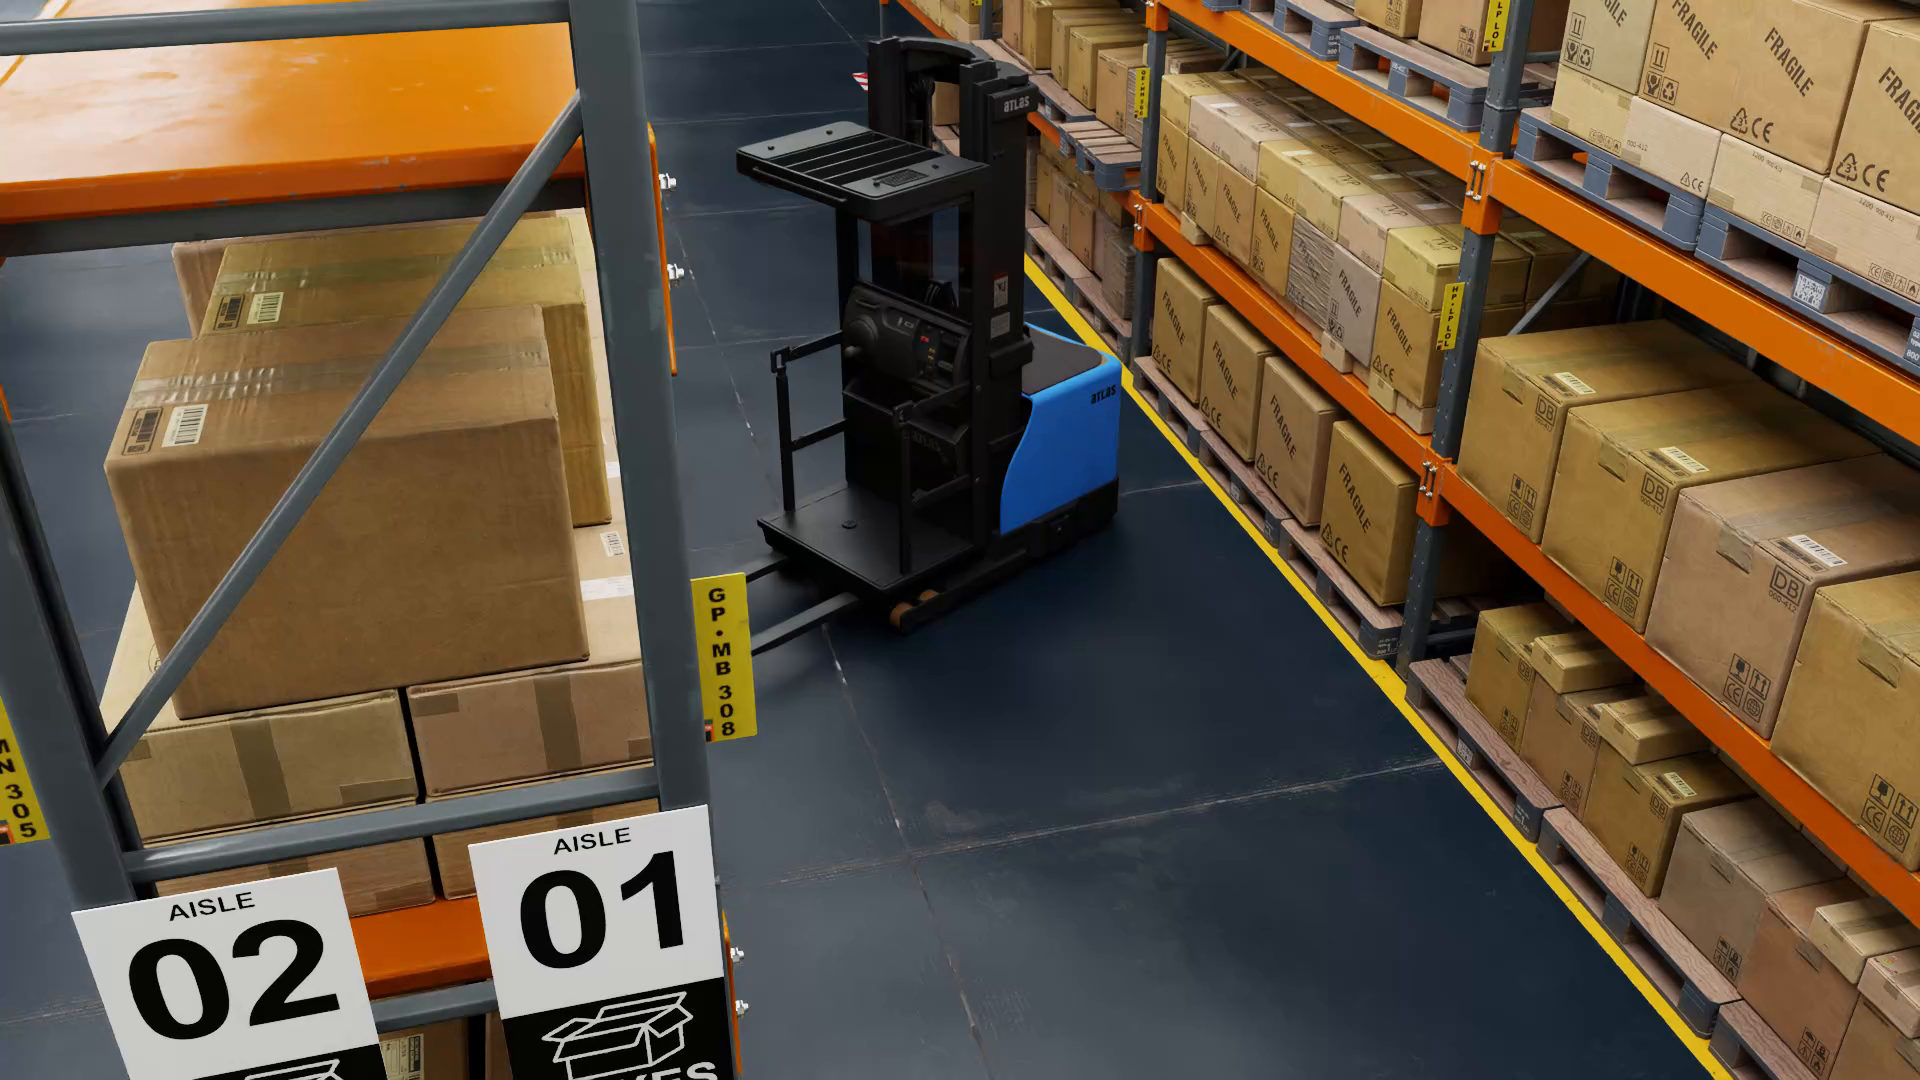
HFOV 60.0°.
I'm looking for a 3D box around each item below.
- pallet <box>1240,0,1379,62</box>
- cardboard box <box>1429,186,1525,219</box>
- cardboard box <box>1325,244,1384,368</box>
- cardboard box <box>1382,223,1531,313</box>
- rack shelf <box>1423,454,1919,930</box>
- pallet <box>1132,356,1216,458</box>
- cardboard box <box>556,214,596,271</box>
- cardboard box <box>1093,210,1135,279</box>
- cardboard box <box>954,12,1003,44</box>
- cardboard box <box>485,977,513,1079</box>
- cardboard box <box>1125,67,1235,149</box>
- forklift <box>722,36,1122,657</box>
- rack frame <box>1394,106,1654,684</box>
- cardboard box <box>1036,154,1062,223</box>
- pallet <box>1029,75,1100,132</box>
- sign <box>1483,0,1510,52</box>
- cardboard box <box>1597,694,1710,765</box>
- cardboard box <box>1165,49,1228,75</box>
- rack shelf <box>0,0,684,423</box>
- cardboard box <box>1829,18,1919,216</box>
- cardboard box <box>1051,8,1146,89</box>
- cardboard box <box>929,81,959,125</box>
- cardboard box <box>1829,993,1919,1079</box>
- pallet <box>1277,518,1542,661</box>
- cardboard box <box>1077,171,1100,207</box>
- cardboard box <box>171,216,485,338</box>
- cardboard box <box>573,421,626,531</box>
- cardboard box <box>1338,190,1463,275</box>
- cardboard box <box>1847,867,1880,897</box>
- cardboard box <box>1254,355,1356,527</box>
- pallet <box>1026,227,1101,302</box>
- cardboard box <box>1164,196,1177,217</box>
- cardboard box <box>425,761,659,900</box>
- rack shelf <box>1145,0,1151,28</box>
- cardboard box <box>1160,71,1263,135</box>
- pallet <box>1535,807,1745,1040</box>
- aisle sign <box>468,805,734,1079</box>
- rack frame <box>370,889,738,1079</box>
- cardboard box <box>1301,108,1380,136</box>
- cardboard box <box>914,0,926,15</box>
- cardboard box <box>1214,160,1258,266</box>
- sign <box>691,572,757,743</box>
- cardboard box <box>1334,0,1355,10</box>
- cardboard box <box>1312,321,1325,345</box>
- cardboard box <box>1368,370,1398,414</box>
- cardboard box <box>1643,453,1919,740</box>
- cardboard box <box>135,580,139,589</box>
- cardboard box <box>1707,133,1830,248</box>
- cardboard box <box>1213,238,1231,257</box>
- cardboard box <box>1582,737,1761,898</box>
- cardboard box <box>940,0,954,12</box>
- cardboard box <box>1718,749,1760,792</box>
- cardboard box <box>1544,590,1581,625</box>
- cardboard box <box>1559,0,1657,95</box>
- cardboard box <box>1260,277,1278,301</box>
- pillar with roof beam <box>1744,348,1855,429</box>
[{"bbox_3d":[2.253,-2.948,9.274,1.003,0.211,1.213,-6,31,-11],"label":"pallet"},{"bbox_3d":[2.776,-1.657,8.684,0.500,0.250,0.500,-7,31,-13],"label":"cardboard box"},{"bbox_3d":[2.282,-1.258,8.744,0.500,0.500,0.500,-8,31,-13],"label":"cardboard box"},{"bbox_3d":[2.422,-1.340,8.136,0.500,0.250,0.500,-7,31,-12],"label":"cardboard box"},{"bbox_3d":[3.323,0.634,6.609,1.077,0.370,4.000,-8,31,-13],"label":"rack shelf"},{"bbox_3d":[1.867,-0.977,11.459,1.003,0.211,1.213,-8,31,-13],"label":"pallet"},{"bbox_3d":[-1.332,-0.750,4.939,0.500,0.250,0.500,-8,31,-13],"label":"cardboard box"},{"bbox_3d":[1.465,-2.289,12.997,0.700,0.500,0.500,-8,31,-13],"label":"cardboard box"},{"bbox_3d":[0.251,-4.639,15.132,0.500,0.250,0.500,-8,31,-13],"label":"cardboard box"},{"bbox_3d":[-0.784,1.224,3.774,0.500,0.500,0.500,-7,31,-12],"label":"cardboard box"},{"bbox_3d":[1.596,-3.034,11.690,0.700,0.500,0.500,-12,32,-19],"label":"cardboard box"},{"bbox_3d":[-0.447,-1.051,8.871,3.031,2.935,1.130,-26,39,-37],"label":"forklift"},{"bbox_3d":[2.793,-0.643,8.098,1.000,3.000,0.127,-8,31,-13],"label":"rack frame"},{"bbox_3d":[1.066,-3.019,14.259,0.700,0.500,0.500,-8,31,-14],"label":"cardboard box"},{"bbox_3d":[1.166,-3.443,13.126,1.003,0.211,1.213,-8,31,-13],"label":"pallet"},{"bbox_3d":[2.272,-2.224,7.005,0.100,0.325,0.005,-8,31,-13],"label":"sign"},{"bbox_3d":[2.946,0.793,7.046,0.380,0.149,0.250,-9,31,-15],"label":"cardboard box"},{"bbox_3d":[1.610,-3.252,11.419,0.380,0.149,0.250,-12,32,-20],"label":"cardboard box"},{"bbox_3d":[-1.452,-1.300,3.966,1.077,0.370,4.000,-8,31,-13],"label":"rack shelf"},{"bbox_3d":[3.128,-1.305,5.130,0.500,0.500,0.500,-9,31,-15],"label":"cardboard box"},{"bbox_3d":[1.118,-3.906,13.195,0.700,0.500,0.500,-4,30,-6],"label":"cardboard box"},{"bbox_3d":[0.002,-4.565,16.930,0.700,0.500,0.500,-10,31,-16],"label":"cardboard box"},{"bbox_3d":[3.572,1.864,5.842,0.700,0.500,0.500,-8,31,-13],"label":"cardboard box"},{"bbox_3d":[2.515,0.201,9.423,1.003,0.211,1.213,-8,31,-13],"label":"pallet"},{"bbox_3d":[1.257,-2.880,13.271,0.500,0.250,0.500,-8,31,-14],"label":"cardboard box"},{"bbox_3d":[-1.360,-0.551,3.846,0.700,0.500,0.500,-8,31,-13],"label":"cardboard box"},{"bbox_3d":[-0.932,-0.026,3.687,0.500,0.250,0.500,-8,31,-13],"label":"cardboard box"},{"bbox_3d":[2.295,-1.588,8.565,0.500,0.250,0.500,-7,31,-12],"label":"cardboard box"},{"bbox_3d":[3.597,1.252,6.253,0.380,0.149,0.250,-8,31,-13],"label":"cardboard box"},{"bbox_3d":[2.256,-0.620,9.785,0.750,0.750,0.750,-7,31,-12],"label":"cardboard box"},{"bbox_3d":[1.205,-2.334,13.803,1.003,0.211,1.213,-8,31,-13],"label":"pallet"},{"bbox_3d":[1.595,-2.285,11.166,0.380,0.149,0.250,-8,31,-14],"label":"cardboard box"},{"bbox_3d":[-0.812,0.434,3.392,0.500,0.250,0.500,-8,31,-13],"label":"cardboard box"},{"bbox_3d":[1.200,-4.528,12.533,1.077,0.370,4.000,-8,31,-13],"label":"rack shelf"},{"bbox_3d":[1.610,-2.813,10.681,0.500,0.250,0.500,-7,31,-12],"label":"cardboard box"},{"bbox_3d":[3.246,1.532,7.124,1.003,0.211,1.213,-8,31,-13],"label":"pallet"},{"bbox_3d":[-0.620,0.818,2.978,0.394,0.787,0.004,-8,31,-13],"label":"aisle sign"},{"bbox_3d":[-0.921,1.949,3.619,1.000,3.000,0.127,-8,31,-13],"label":"rack frame"},{"bbox_3d":[2.368,-2.397,9.963,0.500,0.250,0.500,-9,31,-15],"label":"cardboard box"},{"bbox_3d":[-0.156,-5.365,16.385,0.500,0.250,0.500,-8,31,-13],"label":"cardboard box"},{"bbox_3d":[1.874,-1.993,10.013,0.500,0.500,0.500,-8,31,-13],"label":"cardboard box"},{"bbox_3d":[-0.398,0.201,2.773,0.100,0.325,0.005,-8,31,-13],"label":"sign"},{"bbox_3d":[2.384,-3.125,8.853,0.700,0.500,0.500,-8,31,-13],"label":"cardboard box"},{"bbox_3d":[2.187,-1.165,9.231,0.380,0.149,0.250,-8,31,-13],"label":"cardboard box"},{"bbox_3d":[2.340,-0.787,8.578,0.380,0.149,0.250,-7,31,-12],"label":"cardboard box"},{"bbox_3d":[3.312,0.195,6.351,0.980,0.700,0.700,-9,31,-16],"label":"cardboard box"},{"bbox_3d":[-1.436,0.044,3.567,0.500,0.250,0.500,-8,31,-13],"label":"cardboard box"},{"bbox_3d":[2.987,-1.238,5.762,0.500,0.250,0.500,-9,31,-15],"label":"cardboard box"},{"bbox_3d":[1.828,-1.918,10.531,0.380,0.149,0.250,-8,31,-14],"label":"cardboard box"},{"bbox_3d":[3.156,1.123,7.123,0.700,0.500,0.500,-7,31,-12],"label":"cardboard box"},{"bbox_3d":[0.108,-5.203,15.357,0.500,0.500,0.500,-8,31,-14],"label":"cardboard box"},{"bbox_3d":[3.393,0.883,6.890,0.380,0.149,0.250,-8,31,-14],"label":"cardboard box"},{"bbox_3d":[3.045,0.255,7.975,0.380,0.149,0.250,-8,31,-14],"label":"cardboard box"},{"bbox_3d":[2.711,-2.044,6.407,0.500,0.500,0.500,-8,31,-14],"label":"cardboard box"},{"bbox_3d":[2.013,-1.546,9.888,0.380,0.149,0.250,-8,31,-13],"label":"cardboard box"},{"bbox_3d":[-0.338,-2.444,5.221,9.100,9.000,0.400,-8,31,-13],"label":"pillar with roof beam"}]
